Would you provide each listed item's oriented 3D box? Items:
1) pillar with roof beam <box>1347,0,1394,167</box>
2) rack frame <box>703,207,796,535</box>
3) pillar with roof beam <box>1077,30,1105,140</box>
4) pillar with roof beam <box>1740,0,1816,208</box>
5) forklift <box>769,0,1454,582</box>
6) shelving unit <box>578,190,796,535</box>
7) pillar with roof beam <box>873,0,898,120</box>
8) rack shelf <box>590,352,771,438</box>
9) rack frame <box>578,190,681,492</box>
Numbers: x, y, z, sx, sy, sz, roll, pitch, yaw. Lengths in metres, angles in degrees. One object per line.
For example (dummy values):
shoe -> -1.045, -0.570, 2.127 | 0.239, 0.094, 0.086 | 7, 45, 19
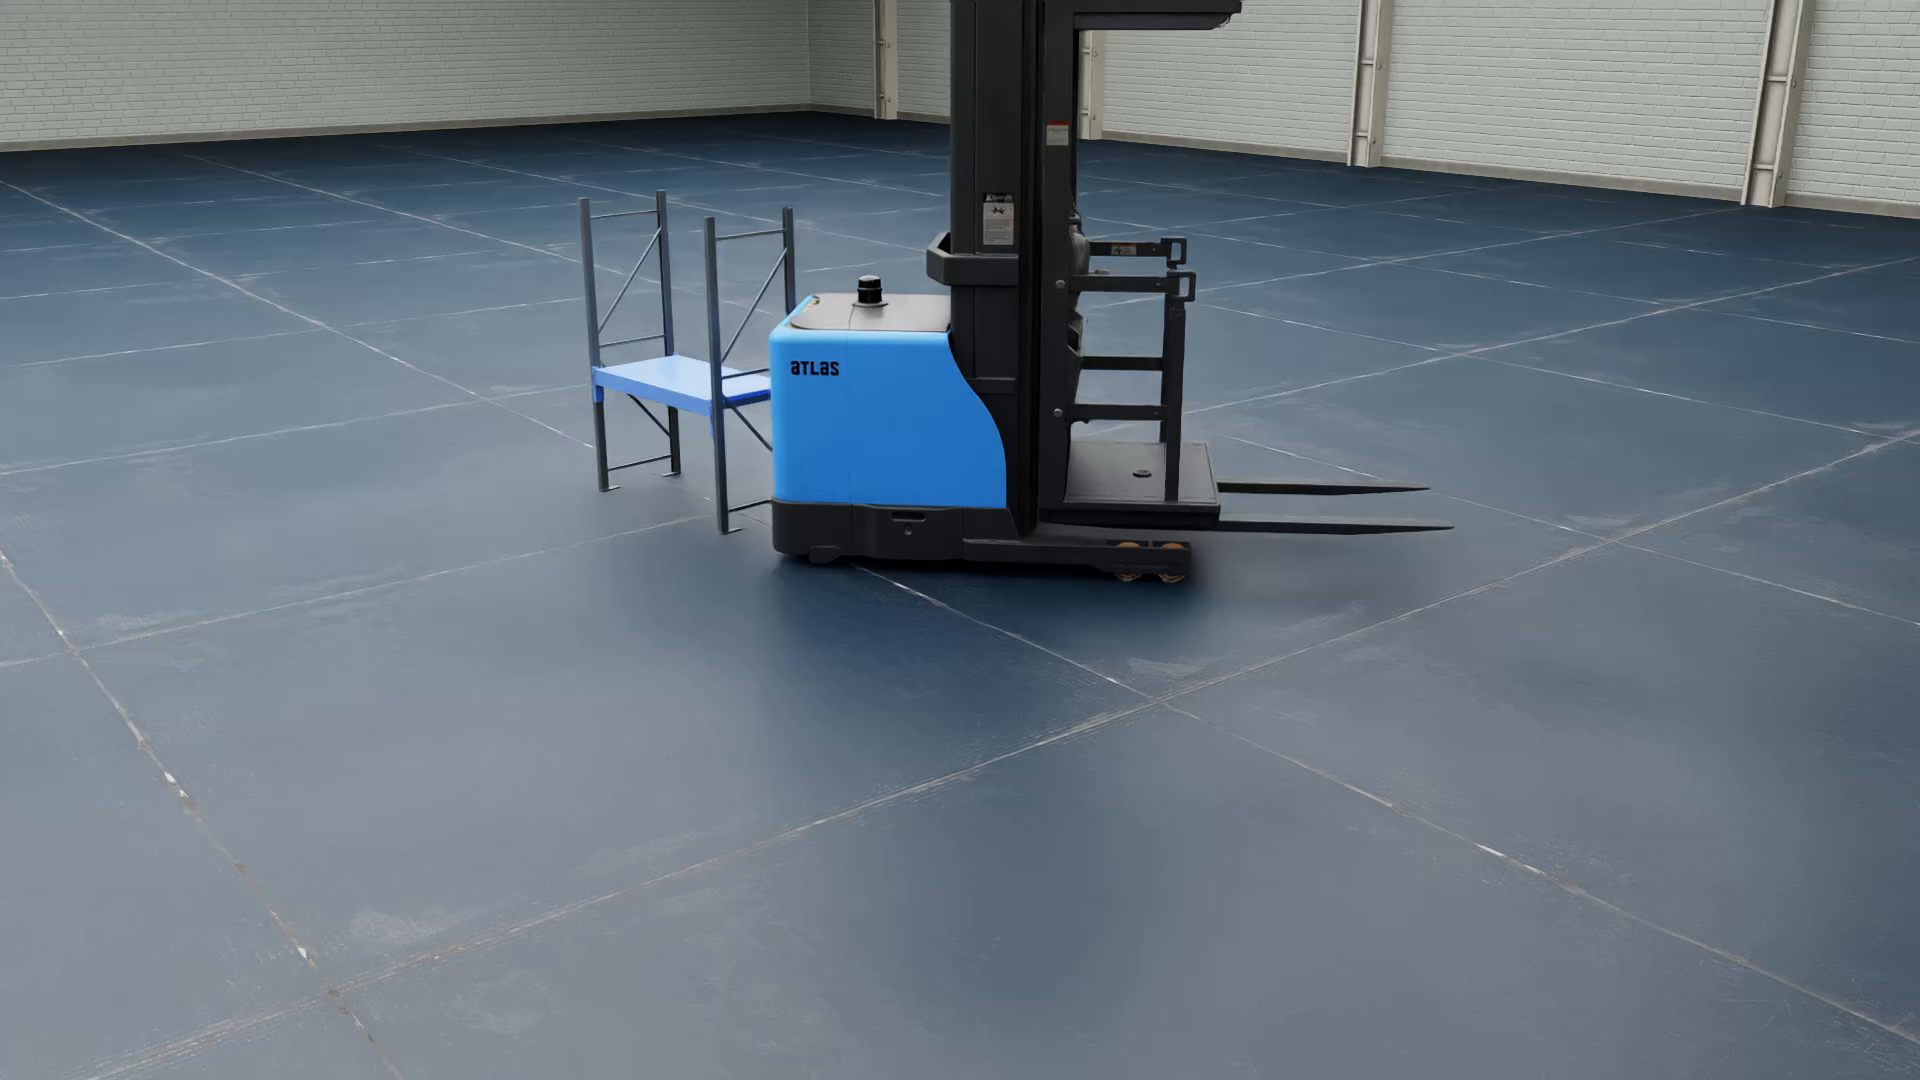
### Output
pillar with roof beam -> 2.592, -8.957, 20.597 | 9.100, 9.000, 0.400 | -14, 23, -36
rack frame -> -0.970, -0.793, 7.871 | 0.500, 1.500, 0.032 | -17, 25, -42
pillar with roof beam -> -1.133, -10.435, 25.062 | 9.100, 9.000, 0.400 | -14, 23, -36
pillar with roof beam -> 6.318, -7.478, 16.132 | 9.100, 9.000, 0.400 | -14, 23, -36
forklift -> 0.700, -1.384, 7.378 | 3.031, 2.935, 1.130 | 2, 18, 5
shelving unit -> -1.328, -0.906, 8.212 | 0.538, 1.500, 1.048 | -17, 25, -42
pillar with roof beam -> -4.858, -11.914, 29.526 | 9.100, 9.000, 0.400 | -14, 23, -36
rack shelf -> -1.328, -0.735, 8.269 | 0.538, 0.185, 1.000 | -17, 25, -42
rack frame -> -1.687, -1.019, 8.554 | 0.500, 1.500, 0.032 | -17, 25, -42
